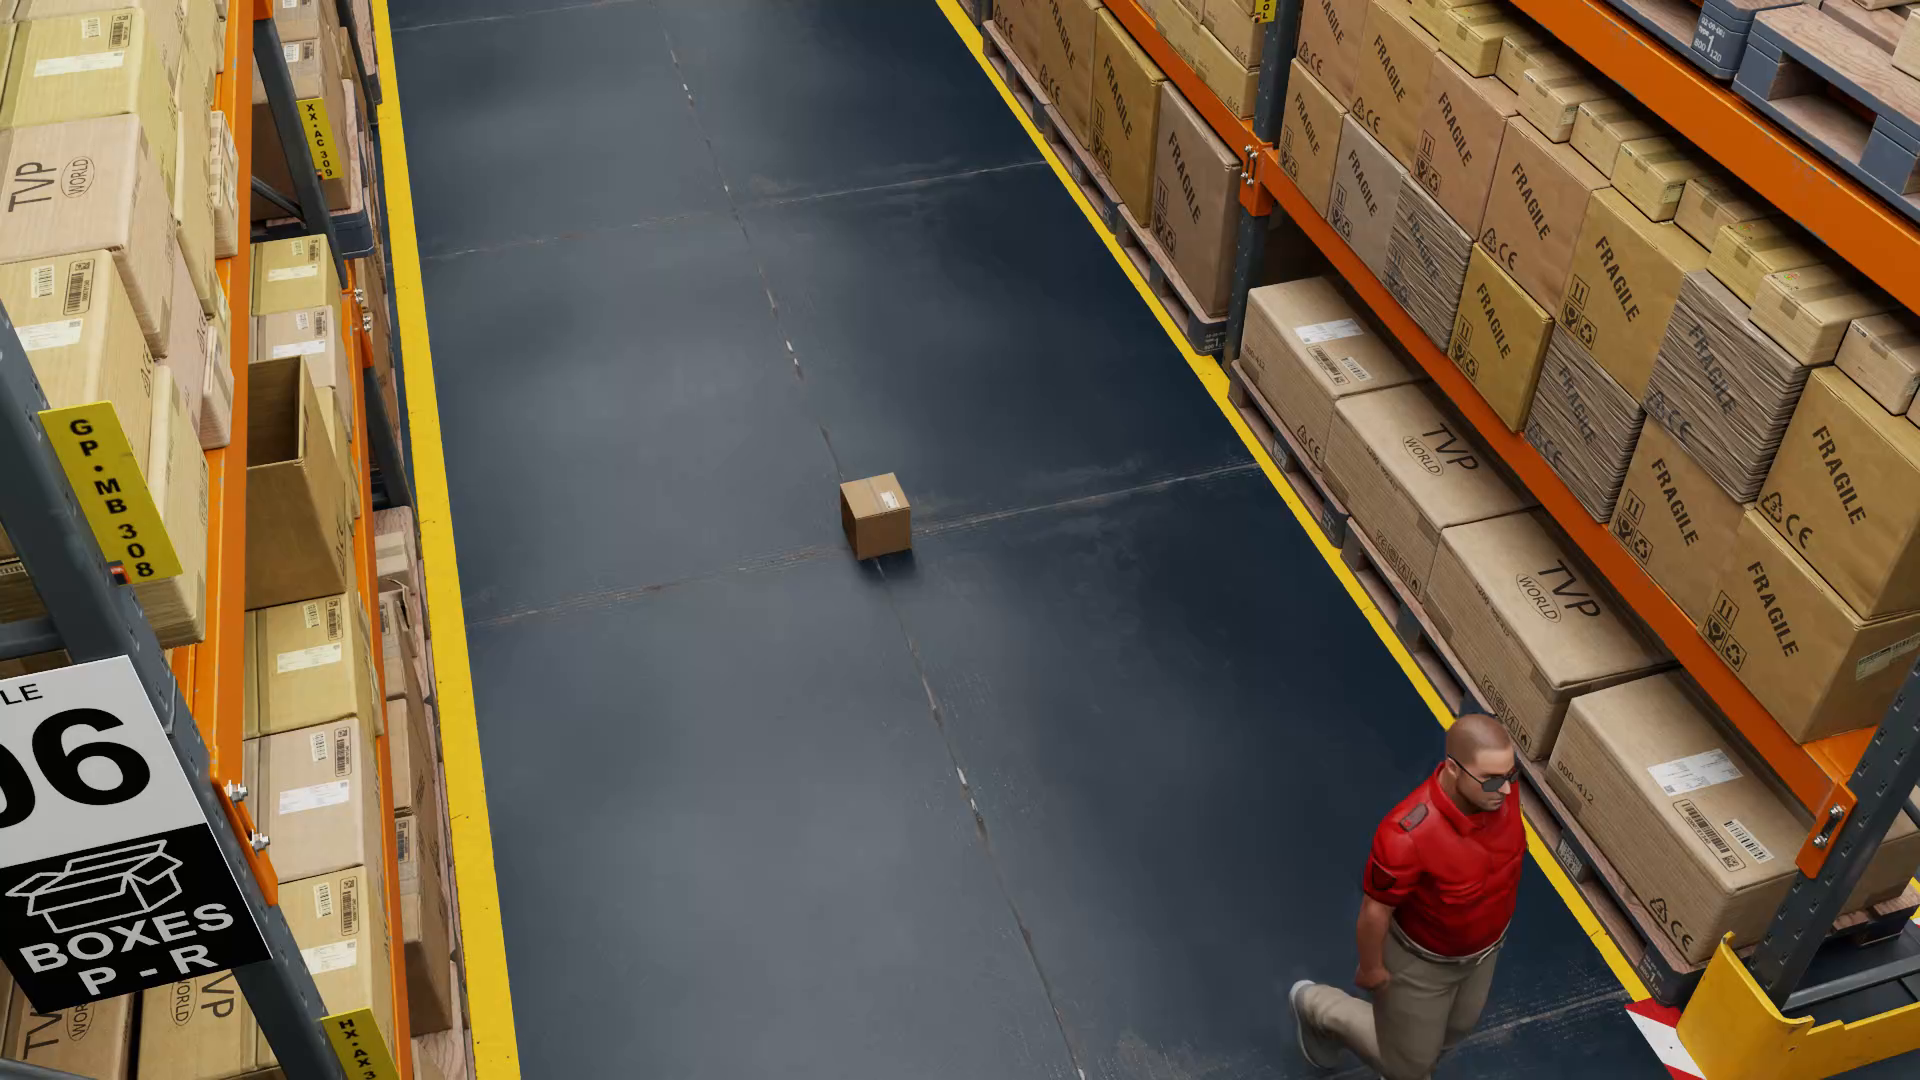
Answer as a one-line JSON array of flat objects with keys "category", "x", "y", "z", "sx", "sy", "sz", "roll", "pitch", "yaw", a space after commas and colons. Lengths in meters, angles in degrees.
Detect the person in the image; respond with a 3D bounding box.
[{"category": "person", "x": 1.385, "y": 0.909, "z": 4.631, "sx": 0.538, "sy": 1.036, "sz": 0.340, "roll": -27, "pitch": 49, "yaw": -27}]
